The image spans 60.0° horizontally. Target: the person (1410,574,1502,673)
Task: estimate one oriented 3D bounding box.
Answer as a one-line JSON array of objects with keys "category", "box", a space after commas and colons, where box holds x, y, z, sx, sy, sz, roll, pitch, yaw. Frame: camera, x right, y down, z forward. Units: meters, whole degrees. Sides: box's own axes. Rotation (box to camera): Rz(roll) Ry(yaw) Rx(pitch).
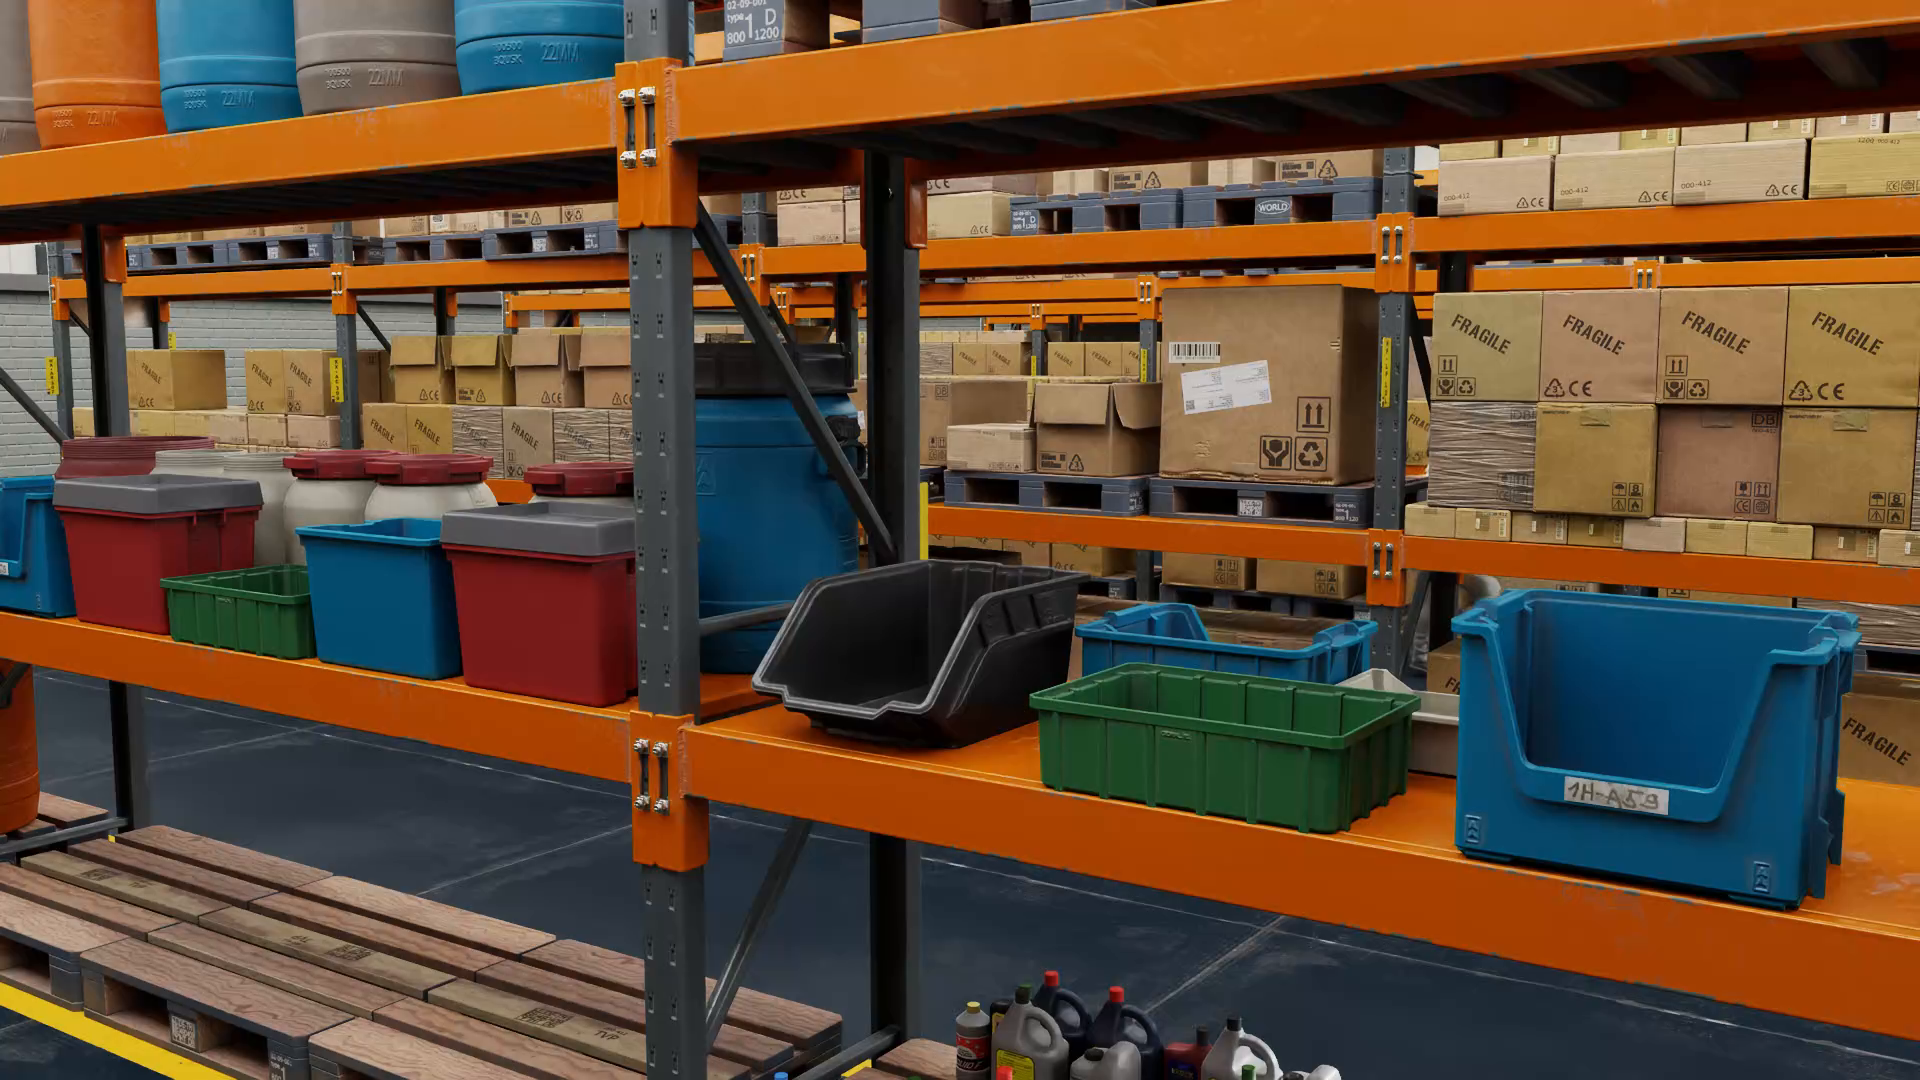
[{"category": "person", "box": [3.368, 0.122, 11.010, 0.729, 1.698, 0.487, 5, 8, 39]}]
